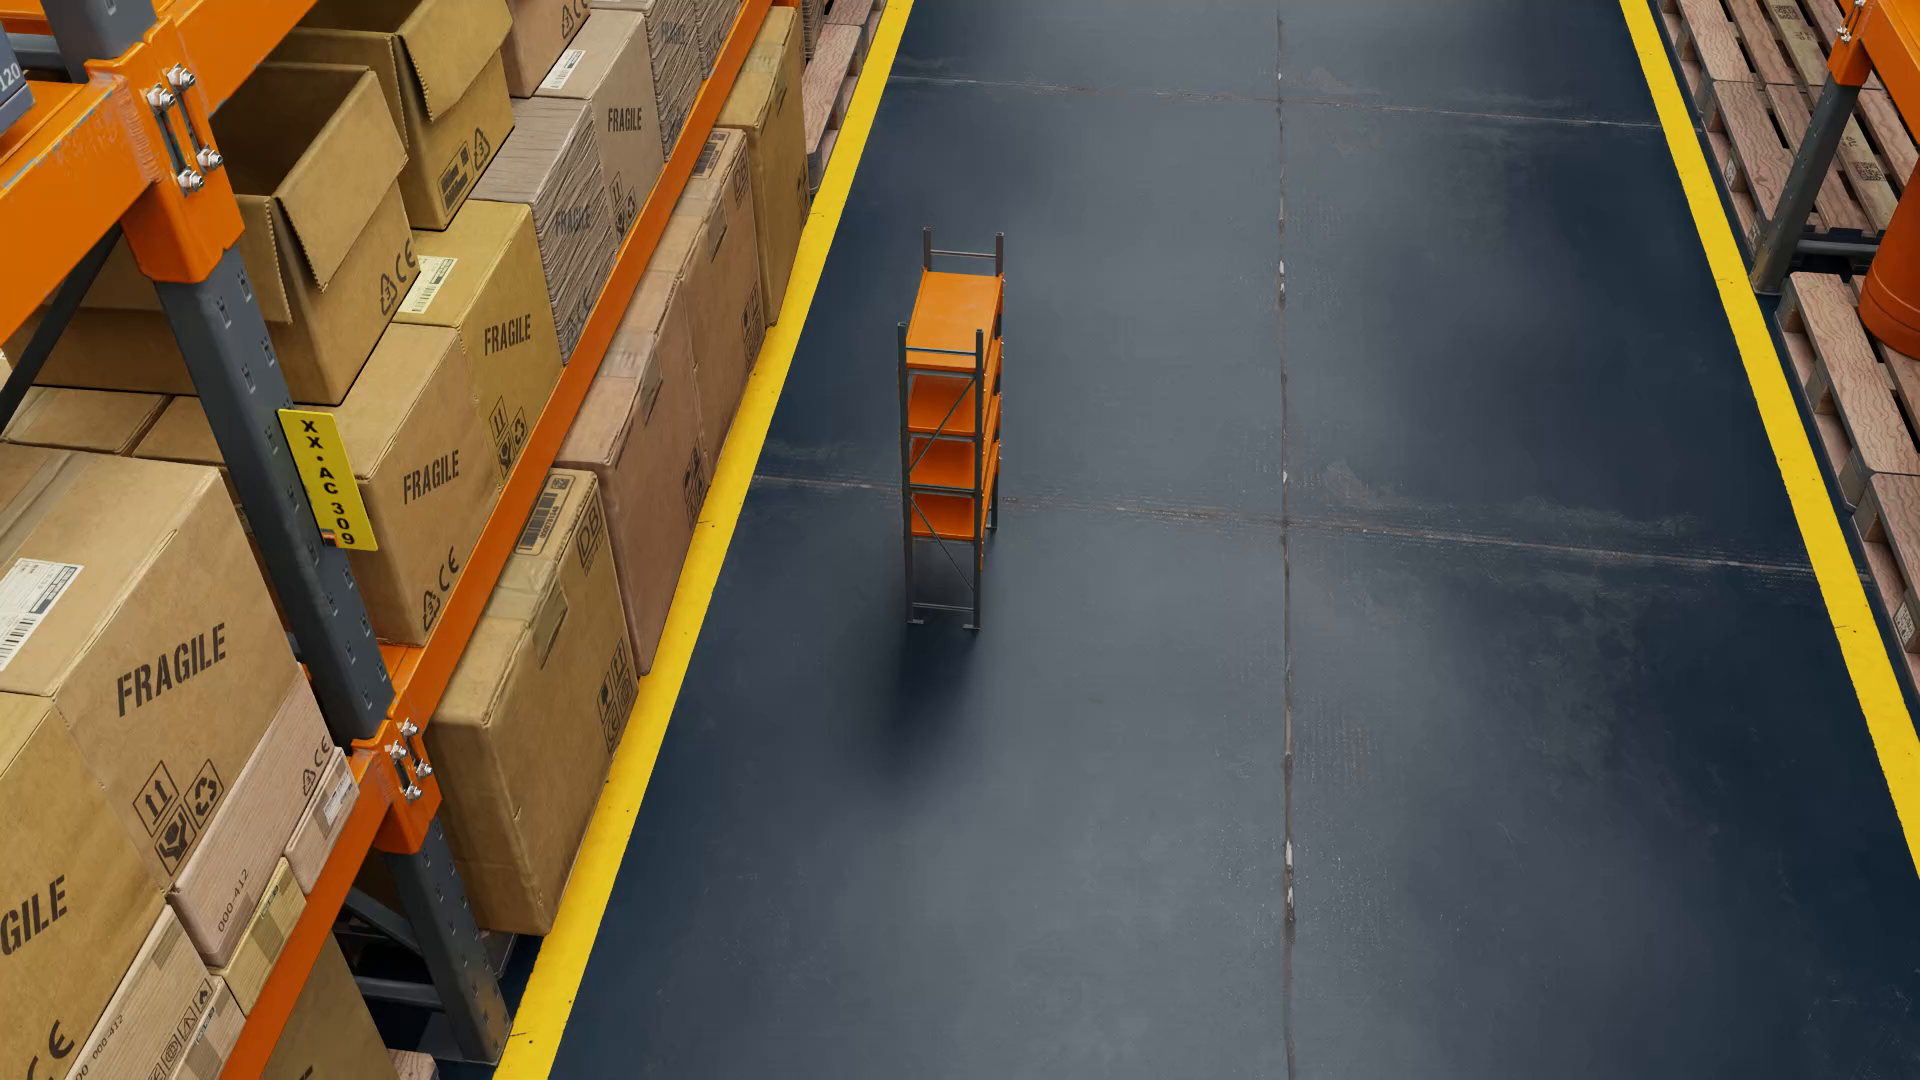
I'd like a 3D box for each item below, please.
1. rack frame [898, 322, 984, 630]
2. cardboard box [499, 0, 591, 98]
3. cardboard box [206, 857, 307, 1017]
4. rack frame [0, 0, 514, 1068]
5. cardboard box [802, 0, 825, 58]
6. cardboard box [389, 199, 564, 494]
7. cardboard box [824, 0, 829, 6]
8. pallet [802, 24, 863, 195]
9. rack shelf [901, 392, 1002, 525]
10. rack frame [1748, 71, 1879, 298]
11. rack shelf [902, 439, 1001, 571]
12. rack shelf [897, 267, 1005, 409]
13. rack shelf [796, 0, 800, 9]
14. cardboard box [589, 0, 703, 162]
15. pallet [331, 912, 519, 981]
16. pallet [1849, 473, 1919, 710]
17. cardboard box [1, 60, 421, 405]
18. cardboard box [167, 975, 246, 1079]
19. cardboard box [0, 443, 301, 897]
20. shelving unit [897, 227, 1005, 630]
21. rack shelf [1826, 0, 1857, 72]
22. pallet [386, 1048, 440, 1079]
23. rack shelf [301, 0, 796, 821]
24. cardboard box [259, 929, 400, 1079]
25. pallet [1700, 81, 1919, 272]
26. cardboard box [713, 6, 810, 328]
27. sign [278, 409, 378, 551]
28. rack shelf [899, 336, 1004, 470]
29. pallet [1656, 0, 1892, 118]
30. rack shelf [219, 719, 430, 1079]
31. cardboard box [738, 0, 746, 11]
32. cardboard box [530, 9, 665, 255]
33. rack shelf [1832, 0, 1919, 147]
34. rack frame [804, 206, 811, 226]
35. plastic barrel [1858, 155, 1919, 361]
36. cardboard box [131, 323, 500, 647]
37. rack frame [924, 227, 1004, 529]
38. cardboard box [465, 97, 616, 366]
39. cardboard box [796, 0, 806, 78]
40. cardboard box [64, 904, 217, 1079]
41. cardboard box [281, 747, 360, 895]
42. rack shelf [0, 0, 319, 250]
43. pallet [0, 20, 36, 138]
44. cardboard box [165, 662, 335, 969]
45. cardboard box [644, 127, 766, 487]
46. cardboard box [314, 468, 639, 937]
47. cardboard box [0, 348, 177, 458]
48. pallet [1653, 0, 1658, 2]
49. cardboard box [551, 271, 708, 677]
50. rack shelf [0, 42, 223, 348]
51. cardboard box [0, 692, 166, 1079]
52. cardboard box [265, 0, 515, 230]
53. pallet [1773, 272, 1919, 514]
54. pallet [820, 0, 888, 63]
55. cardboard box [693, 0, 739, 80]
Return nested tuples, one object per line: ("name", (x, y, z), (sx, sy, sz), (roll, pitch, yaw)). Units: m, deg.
("rack frame", (-0.054, -0.157, 5.043), (0.240, 1.200, 0.015), (5, 44, 6))
("cardboard box", (-1.439, -1.538, 4.390), (0.797, 0.503, 0.637), (7, 44, 7))
("cardboard box", (-1.433, 0.695, 3.017), (0.380, 0.149, 0.250), (6, 44, 6))
("rack frame", (-1.684, 0.190, 3.367), (1.000, 3.000, 0.127), (5, 44, 6))
("cardboard box", (-1.026, -2.625, 7.839), (0.700, 0.500, 0.500), (2, 43, 2))
("cardboard box", (-1.310, -0.479, 4.002), (0.500, 0.500, 0.500), (5, 44, 6))
("cardboard box", (-0.958, -3.012, 8.248), (0.700, 0.500, 0.500), (9, 44, 9))
("pallet", (-1.050, -2.056, 7.767), (1.003, 0.211, 1.213), (5, 44, 6))
("rack shelf", (-0.022, -0.274, 5.265), (0.258, 0.148, 0.480), (5, 44, 6))
("rack frame", (3.754, -2.086, 5.771), (1.000, 3.000, 0.127), (5, 44, 6))
("rack shelf", (-0.022, -0.130, 5.401), (0.258, 0.148, 0.480), (5, 44, 6))
("rack shelf", (-0.022, -0.608, 4.948), (0.258, 0.148, 0.480), (5, 44, 6))
("rack shelf", (-0.891, -3.638, 7.933), (1.077, 0.370, 4.000), (5, 44, 6))
("cardboard box", (-1.112, -1.520, 5.101), (0.500, 0.500, 0.500), (4, 44, 4))
("pallet", (-1.657, 0.670, 4.889), (1.003, 0.211, 1.213), (5, 44, 6))
("pallet", (3.528, 0.297, 5.283), (1.003, 0.211, 1.213), (5, 44, 6))
("cardboard box", (-1.608, -0.646, 3.449), (0.797, 0.503, 0.637), (4, 44, 4))
("cardboard box", (-1.468, 0.870, 2.833), (0.380, 0.149, 0.250), (5, 44, 5))
("cardboard box", (-1.480, 0.202, 2.702), (0.500, 0.500, 0.500), (6, 44, 7))
("shelving unit", (-0.022, -0.323, 5.218), (0.258, 1.200, 0.503), (5, 44, 6))
("rack shelf", (4.019, -3.187, 7.458), (1.077, 0.370, 4.000), (5, 44, 6))
("pallet", (-1.862, 1.714, 3.786), (1.003, 0.211, 1.213), (5, 44, 6))
("rack shelf", (-1.420, -0.911, 5.054), (1.077, 0.370, 4.000), (5, 44, 6))
("cardboard box", (-1.851, 1.252, 3.486), (0.875, 0.875, 0.875), (5, 44, 6))
("pallet", (3.895, -1.597, 7.284), (1.003, 0.211, 1.213), (5, 44, 6))
("cardboard box", (-1.267, -1.448, 6.338), (1.225, 0.875, 0.875), (3, 44, 4))
("sign", (-1.134, -0.103, 2.990), (0.100, 0.325, 0.005), (5, 44, 6))
("rack shelf", (-0.022, -0.436, 5.111), (0.258, 0.148, 0.480), (5, 44, 6))
("pallet", (4.059, -2.426, 8.159), (1.003, 0.211, 1.213), (5, 44, 6))
("rack shelf", (-1.948, 1.815, 2.175), (1.077, 0.370, 4.000), (5, 44, 6))
("cardboard box", (-0.975, -2.213, 5.833), (0.500, 0.500, 0.500), (6, 44, 7))
("cardboard box", (-1.180, -1.173, 4.735), (0.500, 0.500, 0.500), (6, 44, 6))
("rack shelf", (3.490, -0.461, 4.579), (1.077, 0.370, 4.000), (5, 44, 6))
("rack frame", (-1.155, -2.536, 6.246), (1.000, 3.000, 0.127), (5, 44, 6))
("plastic barrel", (3.707, -1.115, 6.019), (0.600, 0.830, 0.708), (5, 44, 6))
("cardboard box", (-1.375, -0.137, 3.640), (0.500, 0.500, 0.500), (5, 44, 6))
("rack frame", (0.010, -0.489, 5.394), (0.240, 1.200, 0.015), (5, 44, 6))
("cardboard box", (-1.243, -0.820, 4.362), (0.500, 0.500, 0.500), (4, 44, 5))
("cardboard box", (-1.086, -2.246, 7.439), (0.700, 0.500, 0.500), (3, 44, 3))
("cardboard box", (-1.548, 0.814, 2.601), (0.500, 0.250, 0.500), (6, 44, 7))
("cardboard box", (-1.400, 0.519, 3.203), (0.380, 0.149, 0.250), (5, 44, 6))
("rack shelf", (-1.420, -2.001, 4.023), (1.077, 0.370, 4.000), (5, 44, 6))
("pallet", (-1.803, -0.310, 1.779), (1.003, 0.211, 1.213), (5, 44, 6))
("cardboard box", (-1.482, 0.462, 2.974), (0.500, 0.250, 0.500), (4, 44, 5))
("cardboard box", (-1.393, -0.841, 5.697), (1.225, 0.875, 0.875), (5, 44, 6))
("cardboard box", (-1.619, 0.371, 4.416), (1.225, 0.875, 0.875), (5, 44, 6))
("cardboard box", (-1.893, -0.190, 3.696), (0.500, 0.500, 0.500), (5, 44, 6))
("pallet", (4.218, -3.260, 9.040), (1.003, 0.211, 1.213), (5, 44, 6))
("cardboard box", (-1.502, -0.238, 5.059), (1.225, 0.875, 0.875), (4, 44, 4))
("rack shelf", (-1.948, 0.725, 1.144), (1.077, 0.370, 4.000), (5, 44, 6))
("cardboard box", (-1.550, 0.543, 2.342), (0.500, 0.500, 0.500), (6, 44, 6))
("cardboard box", (-1.506, -1.113, 3.941), (0.797, 0.503, 0.637), (6, 44, 6))
("pallet", (3.691, -0.532, 6.158), (1.003, 0.211, 1.213), (5, 44, 6))
("pallet", (-0.887, -2.885, 8.643), (1.003, 0.211, 1.213), (5, 44, 6))
("cardboard box", (-1.047, -1.874, 5.475), (0.500, 0.500, 0.500), (5, 44, 5))
